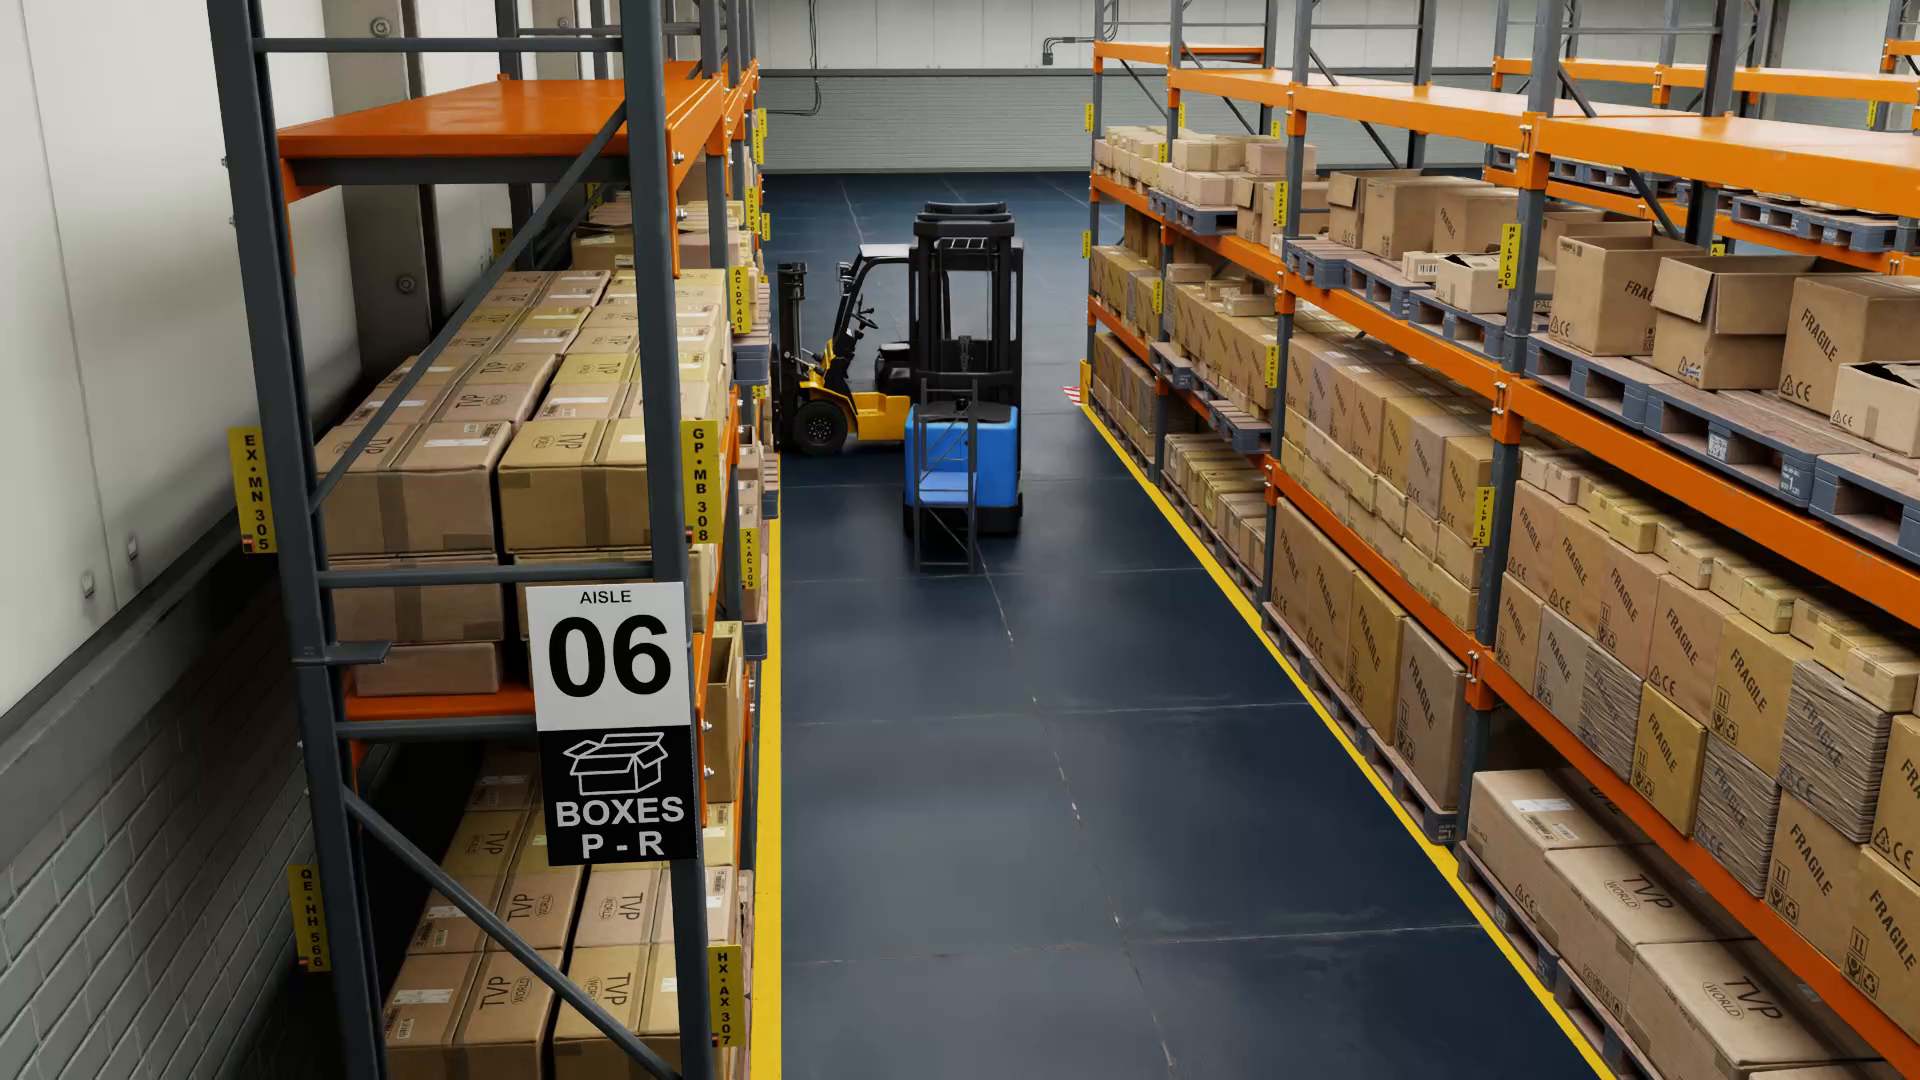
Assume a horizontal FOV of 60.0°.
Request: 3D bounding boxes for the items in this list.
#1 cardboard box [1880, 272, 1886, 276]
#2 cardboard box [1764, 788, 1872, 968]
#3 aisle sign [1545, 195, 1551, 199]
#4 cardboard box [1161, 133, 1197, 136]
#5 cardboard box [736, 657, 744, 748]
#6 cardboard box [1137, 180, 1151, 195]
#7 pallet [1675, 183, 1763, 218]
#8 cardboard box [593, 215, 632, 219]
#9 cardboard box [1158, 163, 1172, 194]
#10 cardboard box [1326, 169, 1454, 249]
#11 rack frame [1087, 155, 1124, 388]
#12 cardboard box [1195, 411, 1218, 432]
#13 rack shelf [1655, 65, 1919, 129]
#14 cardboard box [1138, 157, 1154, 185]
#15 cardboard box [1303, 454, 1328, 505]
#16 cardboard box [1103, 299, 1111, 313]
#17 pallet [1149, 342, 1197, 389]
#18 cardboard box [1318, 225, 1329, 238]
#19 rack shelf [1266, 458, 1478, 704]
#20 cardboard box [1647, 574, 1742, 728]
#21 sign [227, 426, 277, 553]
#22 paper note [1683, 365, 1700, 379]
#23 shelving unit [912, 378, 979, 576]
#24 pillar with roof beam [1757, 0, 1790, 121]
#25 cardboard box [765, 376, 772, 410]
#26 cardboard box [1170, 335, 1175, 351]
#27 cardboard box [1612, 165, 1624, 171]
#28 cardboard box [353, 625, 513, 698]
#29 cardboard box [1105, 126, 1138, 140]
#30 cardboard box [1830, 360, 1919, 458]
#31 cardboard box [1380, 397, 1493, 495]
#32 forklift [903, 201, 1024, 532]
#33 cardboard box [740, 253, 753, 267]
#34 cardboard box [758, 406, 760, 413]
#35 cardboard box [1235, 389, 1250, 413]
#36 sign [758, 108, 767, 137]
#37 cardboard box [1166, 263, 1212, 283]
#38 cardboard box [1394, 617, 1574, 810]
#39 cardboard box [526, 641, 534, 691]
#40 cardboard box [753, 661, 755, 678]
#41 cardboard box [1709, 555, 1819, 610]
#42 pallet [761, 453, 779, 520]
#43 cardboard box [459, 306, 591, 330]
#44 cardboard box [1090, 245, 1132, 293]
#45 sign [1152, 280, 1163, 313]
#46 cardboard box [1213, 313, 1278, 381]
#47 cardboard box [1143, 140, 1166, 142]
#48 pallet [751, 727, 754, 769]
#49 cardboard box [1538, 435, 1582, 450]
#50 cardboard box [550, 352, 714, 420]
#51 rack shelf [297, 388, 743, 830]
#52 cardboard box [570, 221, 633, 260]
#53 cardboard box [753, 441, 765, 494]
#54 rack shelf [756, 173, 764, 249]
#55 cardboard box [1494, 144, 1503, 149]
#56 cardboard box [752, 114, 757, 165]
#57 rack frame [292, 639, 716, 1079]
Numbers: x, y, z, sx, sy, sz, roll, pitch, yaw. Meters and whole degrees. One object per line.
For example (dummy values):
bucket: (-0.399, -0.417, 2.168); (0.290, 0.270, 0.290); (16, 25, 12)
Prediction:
cardboard box: (11.971, -3.534, 20.835); (0.875, 0.500, 0.500); (-2, 18, -6)
cardboard box: (3.385, 1.231, 6.154); (0.500, 0.500, 0.500); (-2, 18, -7)
aisle sign: (7.289, -4.656, 20.734); (0.394, 0.787, 0.004); (-2, 18, -6)
cardboard box: (2.440, -4.420, 18.402); (0.380, 0.149, 0.250); (-2, 18, -7)
cardboard box: (-1.253, 0.750, 7.608); (0.500, 0.250, 0.500); (-2, 18, -5)
cardboard box: (2.069, -3.714, 17.483); (0.380, 0.149, 0.250); (-1, 17, -4)
pallet: (7.554, -3.262, 15.945); (0.805, 0.209, 1.217); (-2, 18, -8)
cardboard box: (-2.165, -2.010, 10.725); (0.380, 0.149, 0.250); (-1, 17, -4)
cardboard box: (2.159, -3.384, 15.564); (0.500, 0.250, 0.500); (-2, 18, -7)
cardboard box: (3.099, -2.392, 11.981); (0.797, 0.503, 0.637); (-3, 18, -9)
rack frame: (2.085, -3.203, 20.444); (1.000, 3.000, 0.127); (-2, 18, -6)
cardboard box: (2.705, -1.441, 17.471); (0.500, 0.500, 0.500); (-1, 17, -3)
rack shelf: (7.617, -3.926, 14.602); (1.077, 0.370, 4.000); (-2, 18, -6)
cardboard box: (2.131, -3.786, 17.048); (0.500, 0.250, 0.500); (-2, 18, -7)
cardboard box: (2.781, -0.442, 11.899); (0.500, 0.250, 0.500); (-2, 18, -7)
cardboard box: (1.881, -2.742, 19.395); (0.380, 0.149, 0.250); (-2, 17, -5)
pallet: (2.431, -1.687, 15.937); (1.003, 0.211, 1.213); (-2, 18, -6)
cardboard box: (3.020, -2.361, 12.980); (0.396, 0.266, 0.258); (-2, 18, -6)
rack shelf: (3.116, 0.120, 11.061); (1.077, 0.370, 4.000); (-2, 18, -6)
cardboard box: (3.268, 0.451, 6.969); (0.500, 0.500, 0.500); (-2, 18, -6)
sign: (-1.756, -0.124, 4.150); (0.100, 0.325, 0.005); (-2, 18, -6)
paper note: (2.939, -0.677, 6.683); (0.006, 0.032, 0.123); (-2, 18, -6)
shelving unit: (-0.117, -0.566, 14.548); (0.538, 1.500, 1.048); (1, 17, 2)
pillar with roof beam: (20.279, -15.453, 49.450); (9.100, 9.000, 0.400); (-2, 18, -6)
cardboard box: (-2.220, -1.529, 17.331); (0.500, 0.250, 0.500); (-2, 18, -6)
cardboard box: (2.240, -1.917, 16.067); (0.380, 0.149, 0.250); (-2, 17, -5)
cardboard box: (7.029, -3.927, 17.294); (0.380, 0.149, 0.250); (-1, 17, -5)
cardboard box: (-1.465, 0.319, 4.637); (0.380, 0.149, 0.250); (-1, 17, -4)
cardboard box: (1.919, -4.782, 19.555); (0.380, 0.149, 0.250); (-2, 18, -6)
cardboard box: (3.630, -0.520, 6.171); (0.500, 0.311, 0.500); (-1, 17, -5)
cardboard box: (2.933, -0.583, 10.263); (0.500, 0.500, 0.500); (-1, 17, -4)
forklift: (0.066, -1.862, 16.287); (1.130, 2.935, 3.031); (1, 17, 2)
cardboard box: (-1.291, -1.431, 8.847); (0.380, 0.149, 0.250); (-2, 18, -7)
cardboard box: (-1.988, -1.191, 14.286); (0.500, 0.250, 0.500); (-1, 17, -4)
cardboard box: (2.472, -1.141, 13.596); (0.380, 0.149, 0.250); (-2, 18, -6)
sign: (-2.311, -4.877, 19.422); (0.100, 0.325, 0.005); (-2, 18, -6)
cardboard box: (2.194, -2.559, 15.947); (0.380, 0.149, 0.250); (-2, 18, -6)
cardboard box: (3.179, 1.004, 9.891); (0.875, 0.875, 0.875); (-1, 17, -4)
cardboard box: (-1.003, 0.305, 4.681); (0.380, 0.149, 0.250); (-1, 17, -4)
cardboard box: (-1.672, 0.752, 11.319); (0.500, 0.500, 0.500); (-1, 17, -3)
cardboard box: (3.304, 0.172, 6.775); (0.380, 0.149, 0.250); (-1, 17, -4)
pallet: (-1.887, -0.373, 11.752); (1.213, 0.211, 1.003); (-2, 18, -6)
cardboard box: (-1.725, -0.752, 6.548); (0.500, 0.250, 0.500); (-2, 18, -6)
cardboard box: (1.858, -3.243, 19.907); (0.500, 0.500, 0.500); (-2, 18, -6)
sign: (1.958, -2.405, 16.457); (0.100, 0.325, 0.005); (-2, 18, -6)
cardboard box: (2.469, -1.640, 14.102); (0.500, 0.500, 0.500); (-3, 18, -9)
cardboard box: (2.125, -4.100, 17.383); (0.380, 0.149, 0.250); (-2, 18, -7)
pallet: (-1.865, 1.252, 10.910); (1.003, 0.211, 1.213); (-2, 18, -6)
cardboard box: (3.563, -0.292, 9.337); (0.500, 0.500, 0.500); (-2, 17, -5)
cardboard box: (-1.097, -0.463, 5.627); (0.500, 0.250, 0.500); (-2, 18, -6)
rack shelf: (-1.408, 0.035, 6.324); (1.077, 0.370, 4.000); (-2, 18, -6)
cardboard box: (-1.774, -1.539, 8.499); (0.396, 0.266, 0.258); (-2, 18, -6)
cardboard box: (-1.596, -0.489, 11.350); (0.500, 0.250, 0.500); (-3, 18, -8)
rack shelf: (-2.646, -3.540, 17.712); (1.077, 0.370, 4.000); (-2, 18, -6)
cardboard box: (6.714, -4.833, 20.180); (0.380, 0.149, 0.250); (-2, 18, -5)
cardboard box: (-2.558, -4.343, 18.032); (0.700, 0.500, 0.500); (-2, 18, -5)
rack frame: (-1.202, 1.719, 4.768); (1.000, 3.000, 0.127); (-2, 18, -6)
